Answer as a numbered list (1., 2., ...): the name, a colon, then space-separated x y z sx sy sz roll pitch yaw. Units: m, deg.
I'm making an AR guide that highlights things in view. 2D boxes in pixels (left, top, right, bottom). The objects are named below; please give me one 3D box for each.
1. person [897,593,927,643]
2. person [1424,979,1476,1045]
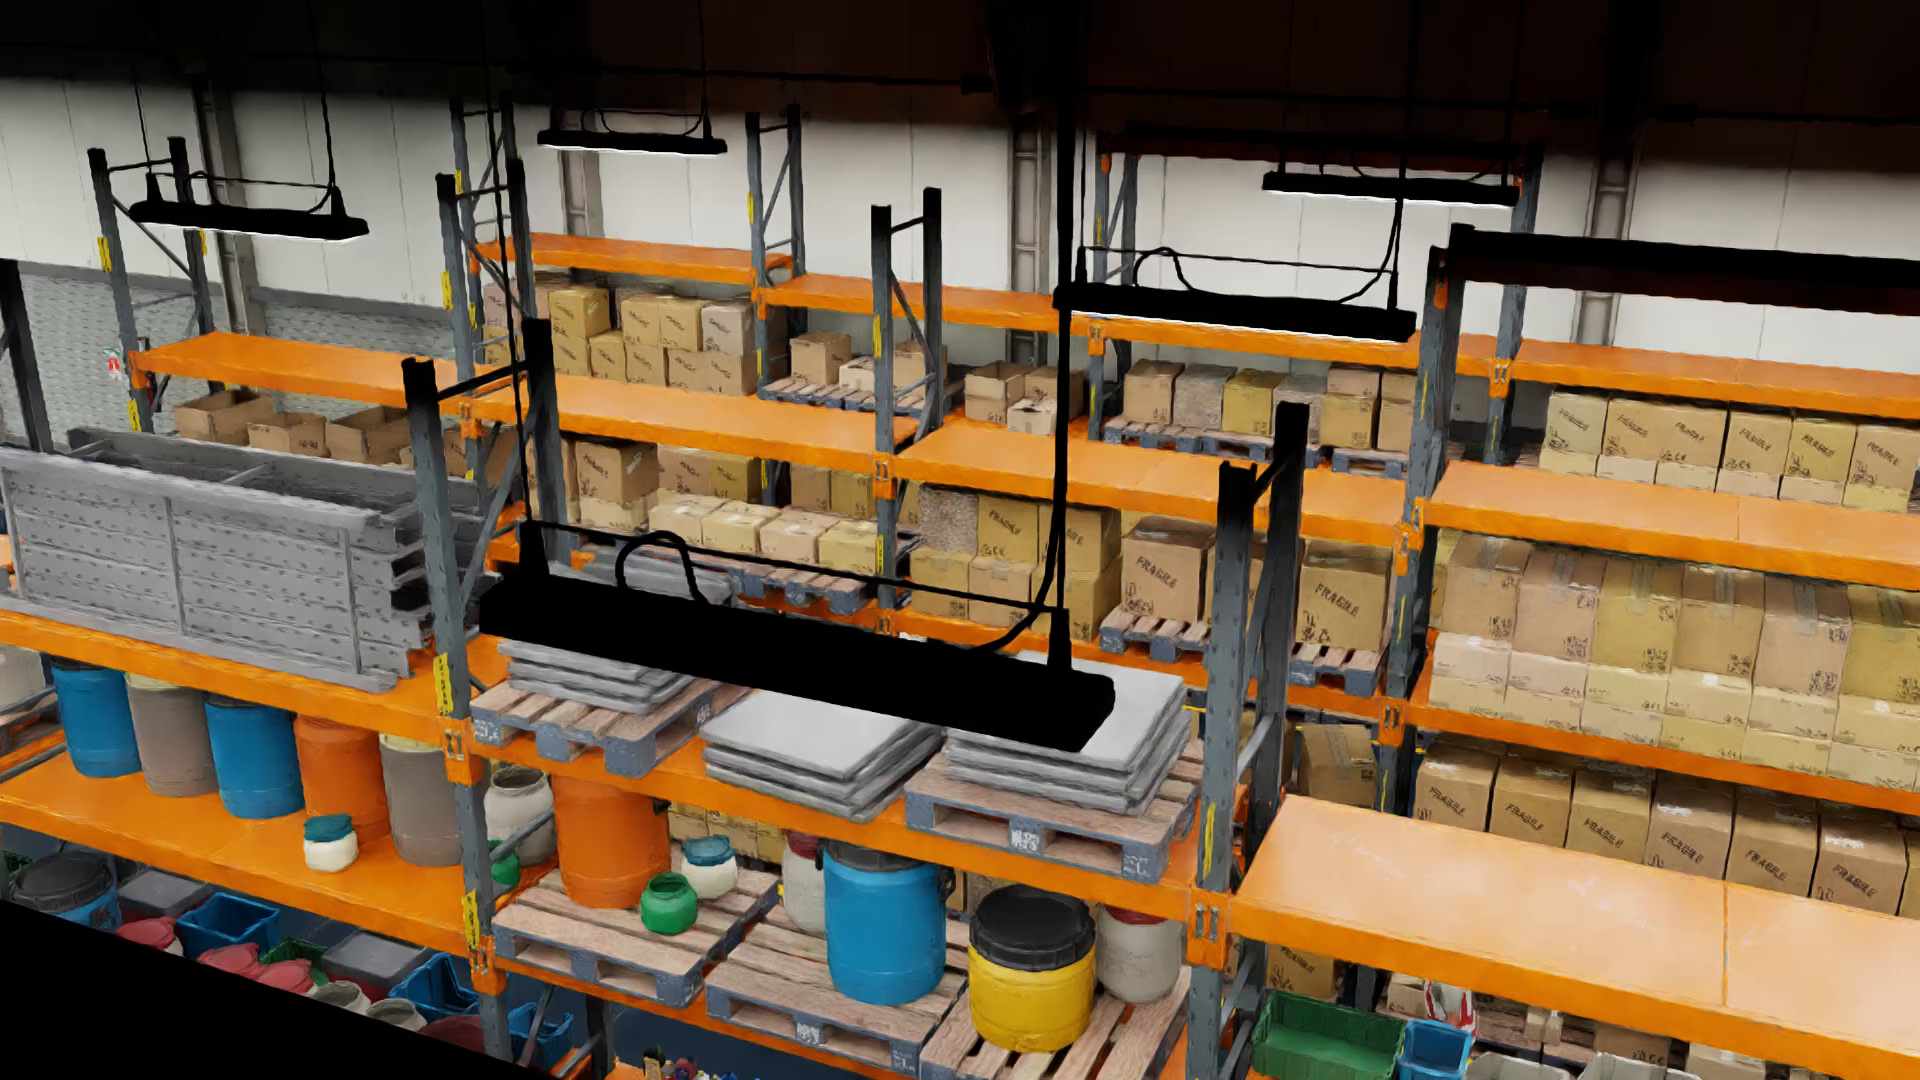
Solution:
1. person: -0.447 1.356 16.665 0.536 1.715 0.682 8 22 21
2. person: 3.312 3.346 11.323 0.547 1.742 0.677 7 22 19
